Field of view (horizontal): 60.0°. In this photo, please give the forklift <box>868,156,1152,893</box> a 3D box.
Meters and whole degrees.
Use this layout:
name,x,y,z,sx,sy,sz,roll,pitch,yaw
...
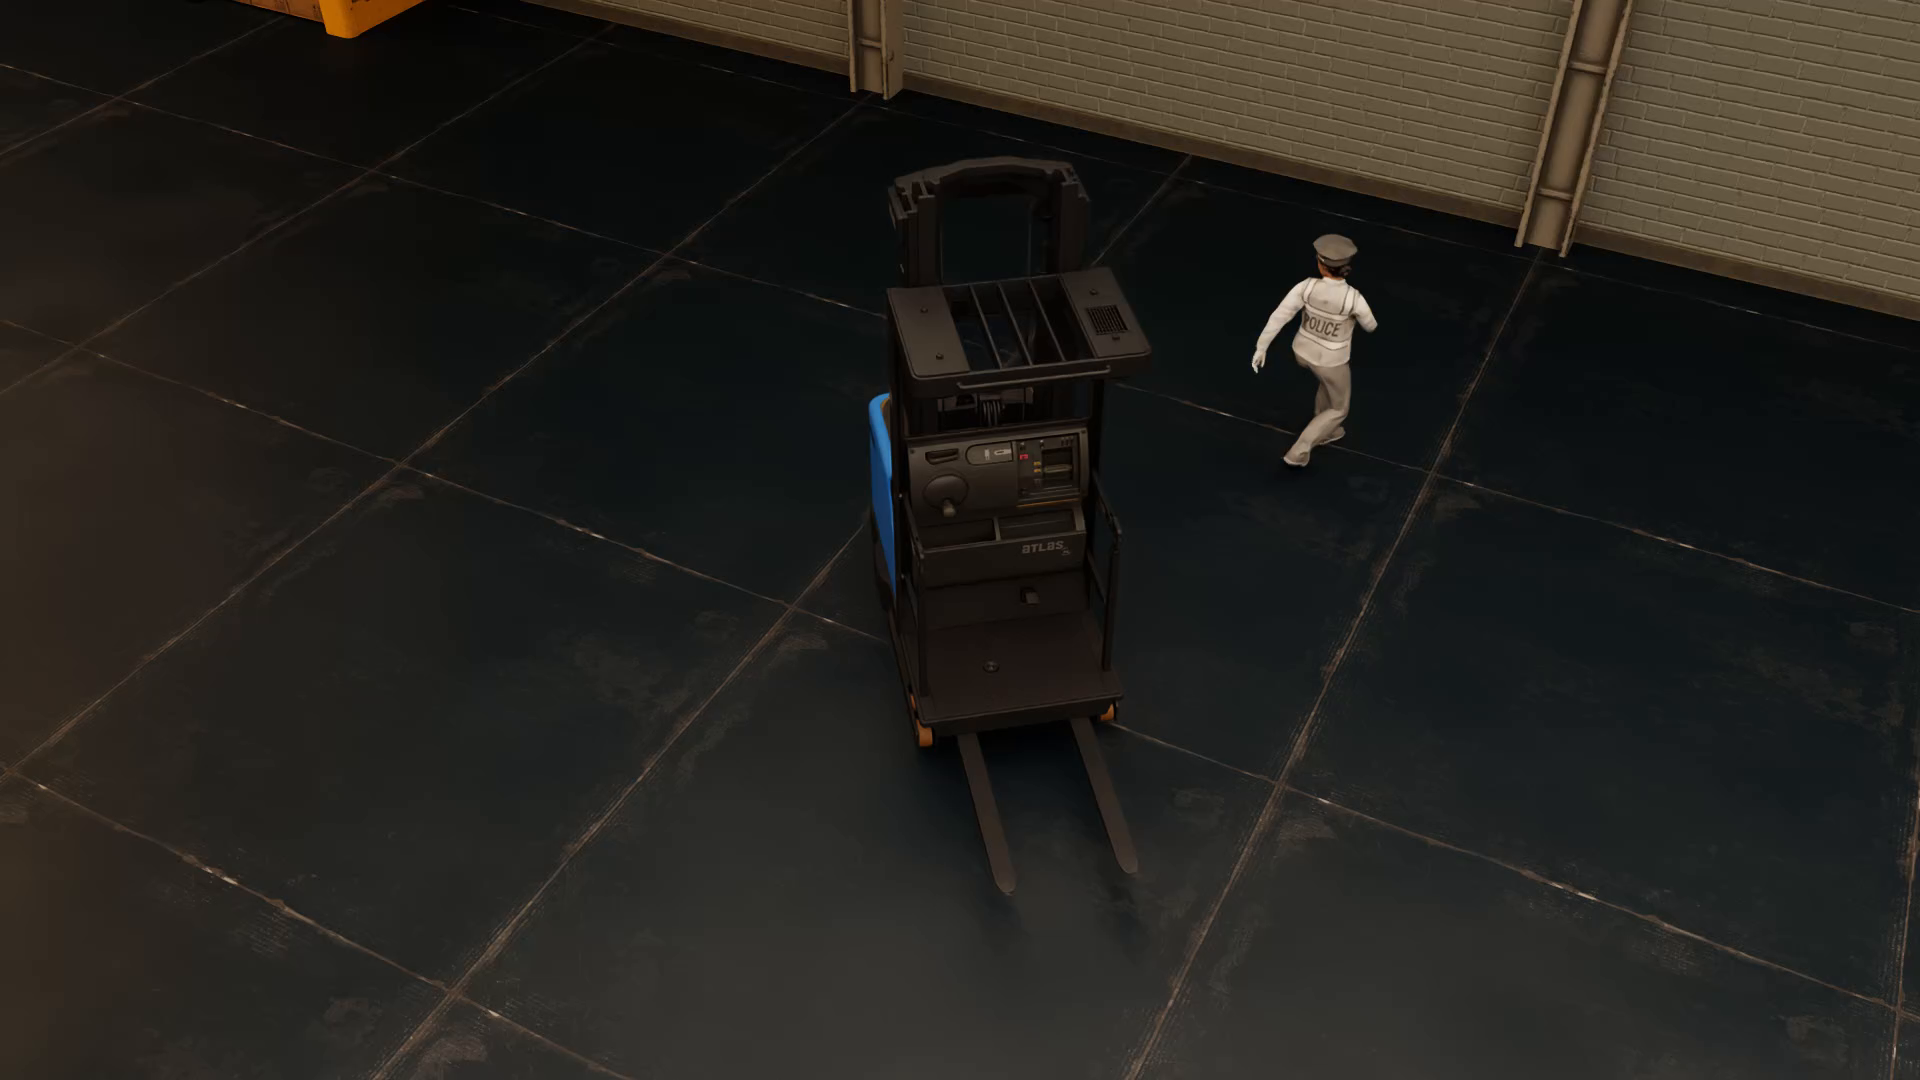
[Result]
name,x,y,z,sx,sy,sz,roll,pitch,yaw
forklift,0.242,-0.267,8.304,1.130,2.935,3.031,-7,41,-8

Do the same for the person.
name,x,y,z,sx,sy,sz,roll,pitch,yaw
person,2.263,-1.180,10.453,0.770,1.591,0.541,-29,48,-30
